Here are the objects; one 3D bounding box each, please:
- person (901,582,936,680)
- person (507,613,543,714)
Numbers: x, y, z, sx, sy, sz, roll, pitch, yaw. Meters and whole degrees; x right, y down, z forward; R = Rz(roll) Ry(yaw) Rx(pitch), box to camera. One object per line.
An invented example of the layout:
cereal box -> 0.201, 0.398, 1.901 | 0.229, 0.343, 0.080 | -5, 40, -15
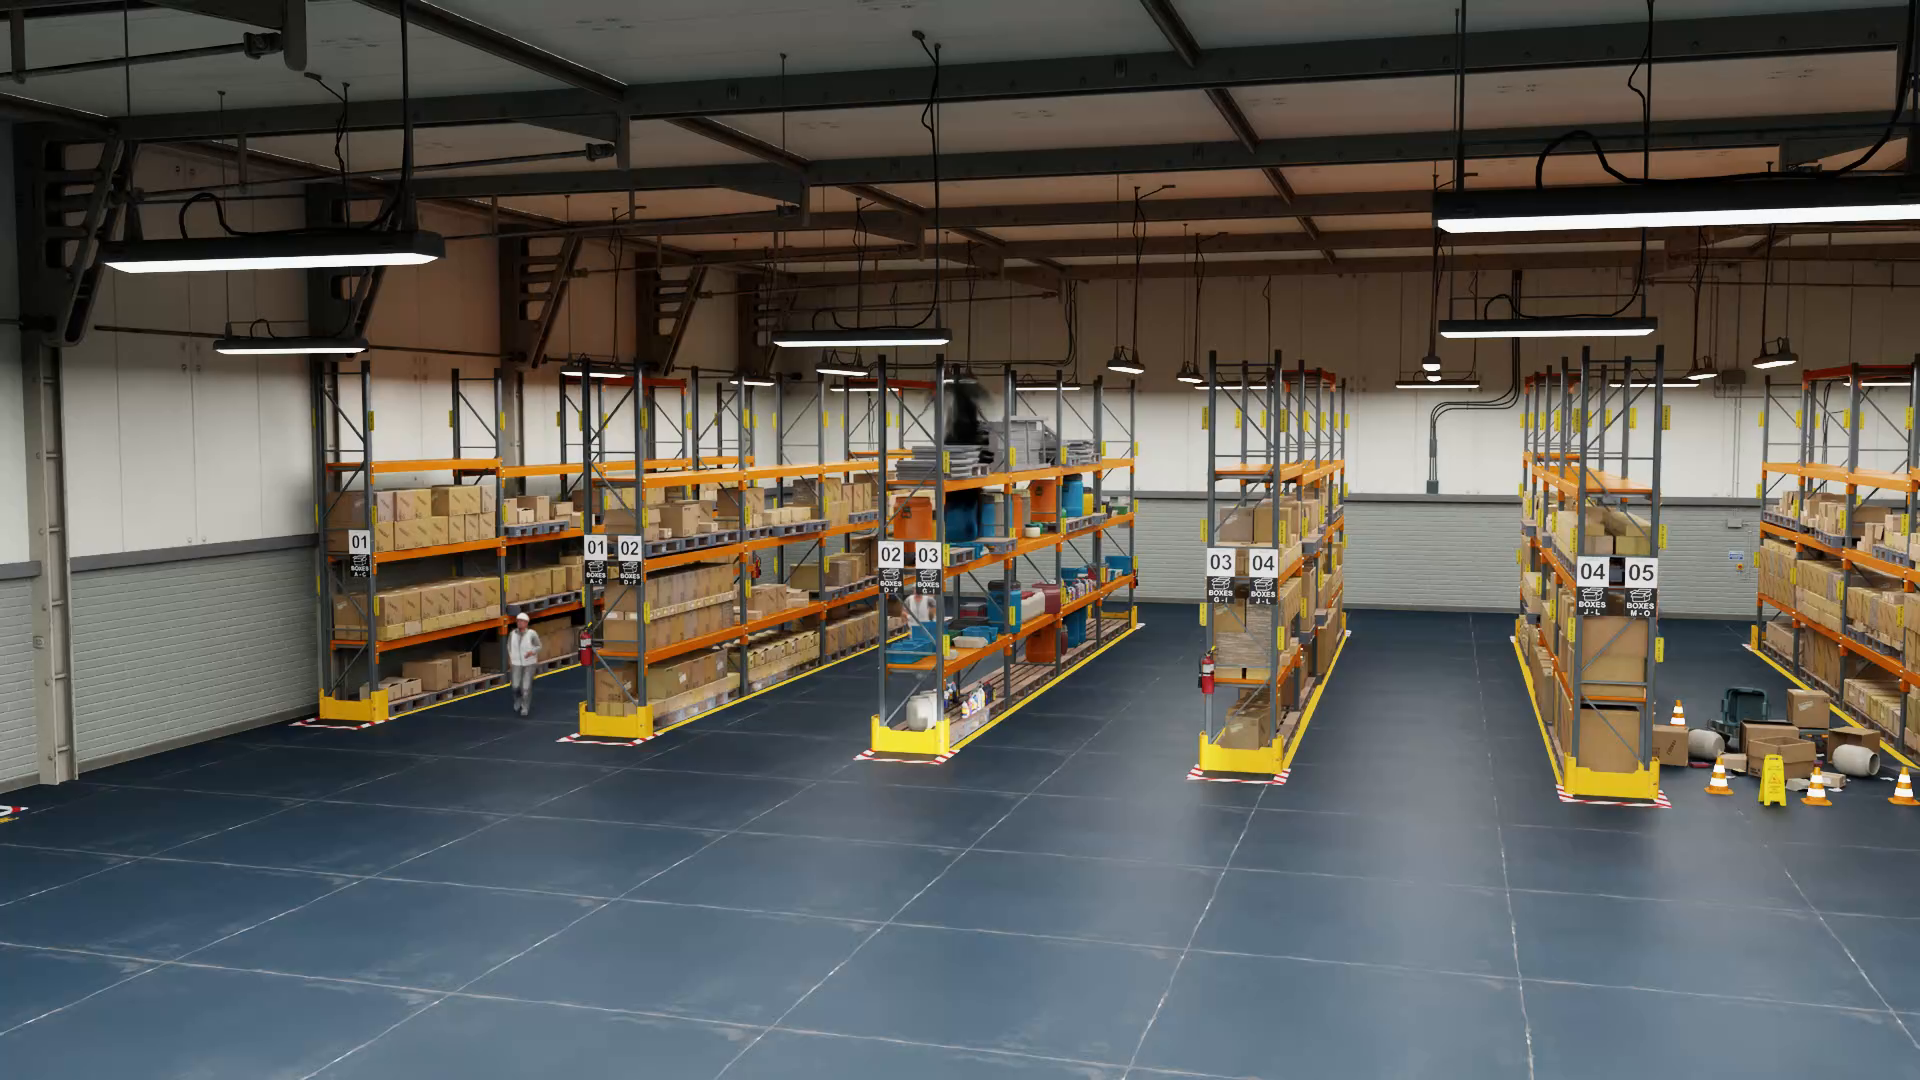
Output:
person -> -0.761, 1.655, 31.107 | 0.680, 1.807, 0.831 | 1, 4, 10
person -> -7.431, 2.112, 28.278 | 0.647, 1.740, 0.584 | 0, 4, 0
